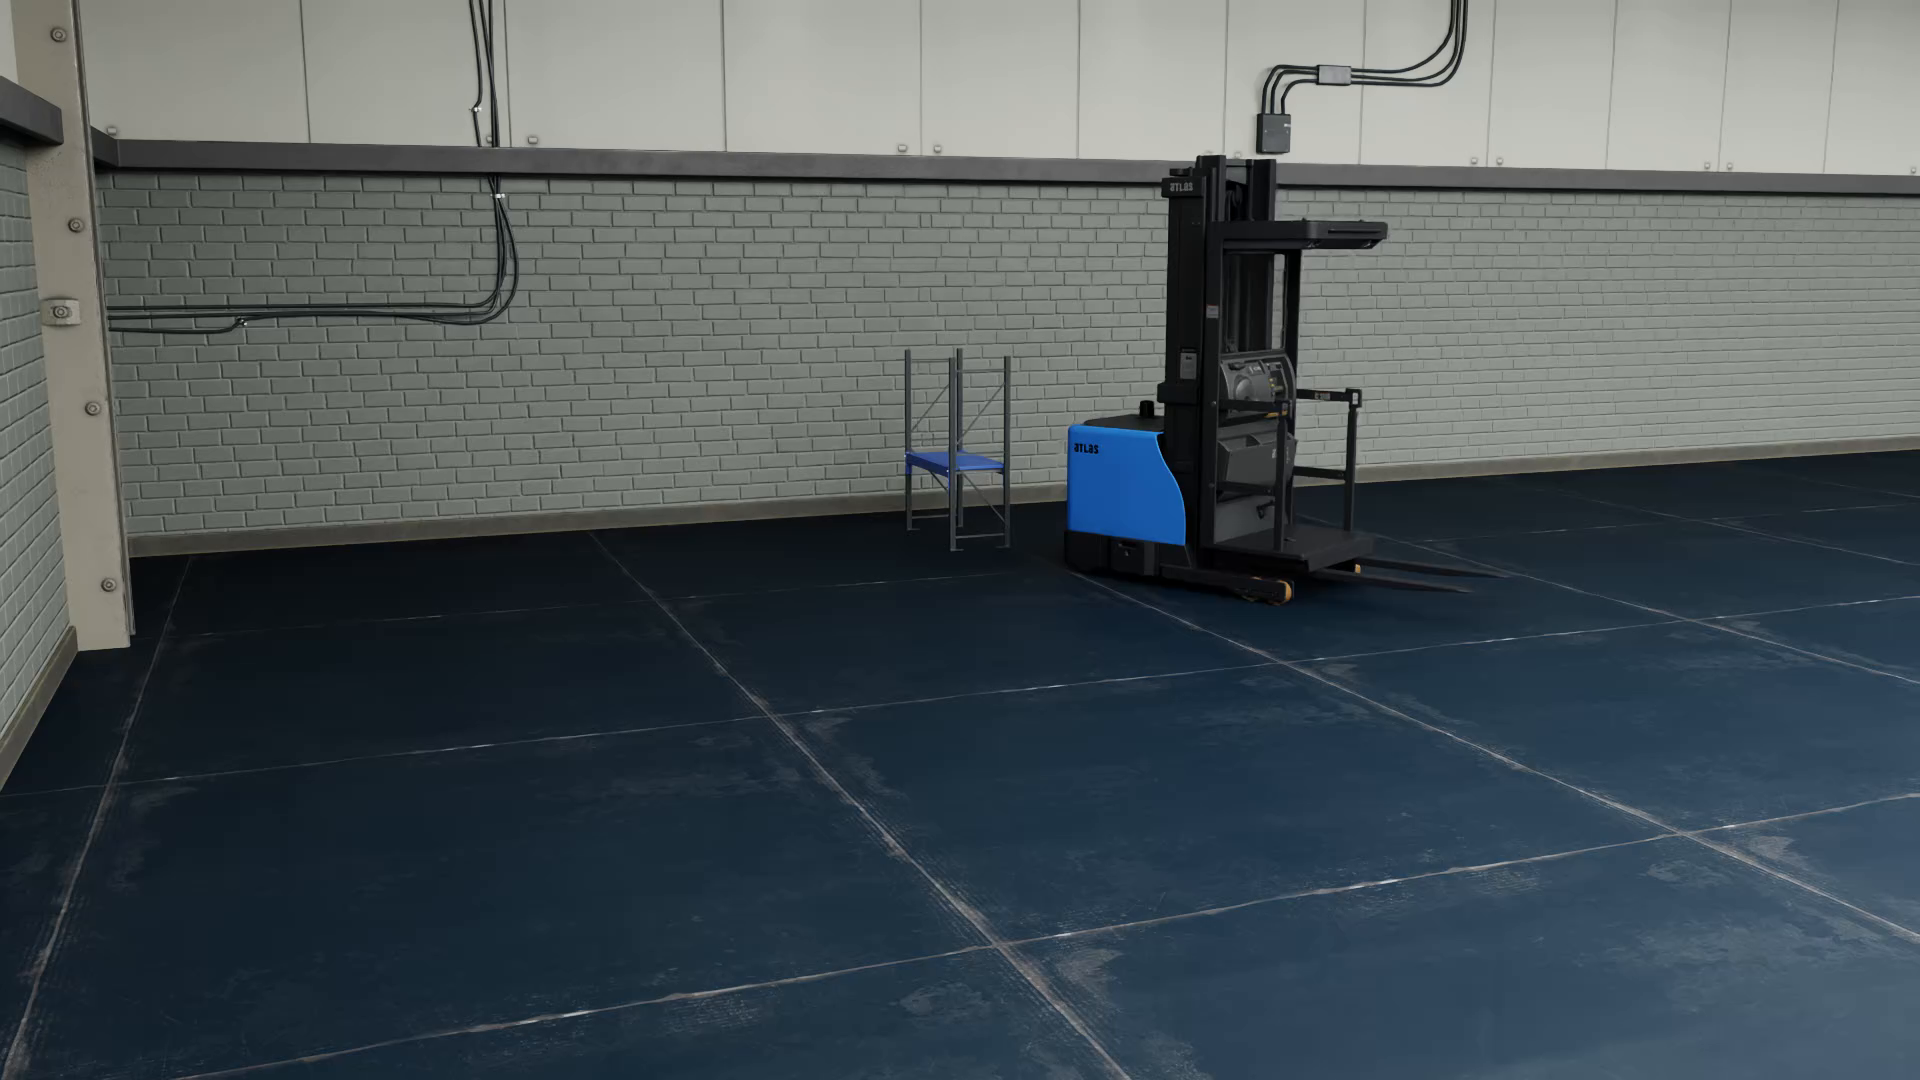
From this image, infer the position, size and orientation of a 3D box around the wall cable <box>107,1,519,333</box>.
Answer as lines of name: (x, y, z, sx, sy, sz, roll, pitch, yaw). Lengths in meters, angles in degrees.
wall cable: (-4.973, -2.855, 12.641, 3.097, 2.526, 0.112, -4, 11, -21)

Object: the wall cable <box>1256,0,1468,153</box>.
wall cable: (3.880, -6.658, 15.443, 2.305, 6.003, 0.169, -4, 11, -21)

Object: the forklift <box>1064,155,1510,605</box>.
forklift: (2.214, -1.116, 11.324, 3.031, 2.935, 1.130, 8, 13, 39)

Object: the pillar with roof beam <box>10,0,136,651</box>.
pillar with roof beam: (-1.126, -4.092, 10.729, 9.100, 9.000, 0.400, -4, 11, -21)

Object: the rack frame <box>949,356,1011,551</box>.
rack frame: (0.153, -0.669, 12.901, 0.500, 1.500, 0.032, -4, 11, -21)

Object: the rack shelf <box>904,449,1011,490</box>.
rack shelf: (-0.031, -0.575, 13.399, 0.538, 0.185, 1.000, -4, 11, -21)

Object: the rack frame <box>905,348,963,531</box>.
rack frame: (-0.215, -0.835, 13.834, 0.500, 1.500, 0.032, -4, 11, -21)

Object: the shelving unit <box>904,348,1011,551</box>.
shelving unit: (-0.031, -0.752, 13.367, 0.538, 1.500, 1.048, -4, 11, -21)

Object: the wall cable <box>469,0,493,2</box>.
wall cable: (-2.452, -5.513, 13.163, 3.097, 2.526, 0.112, -4, 11, -21)
